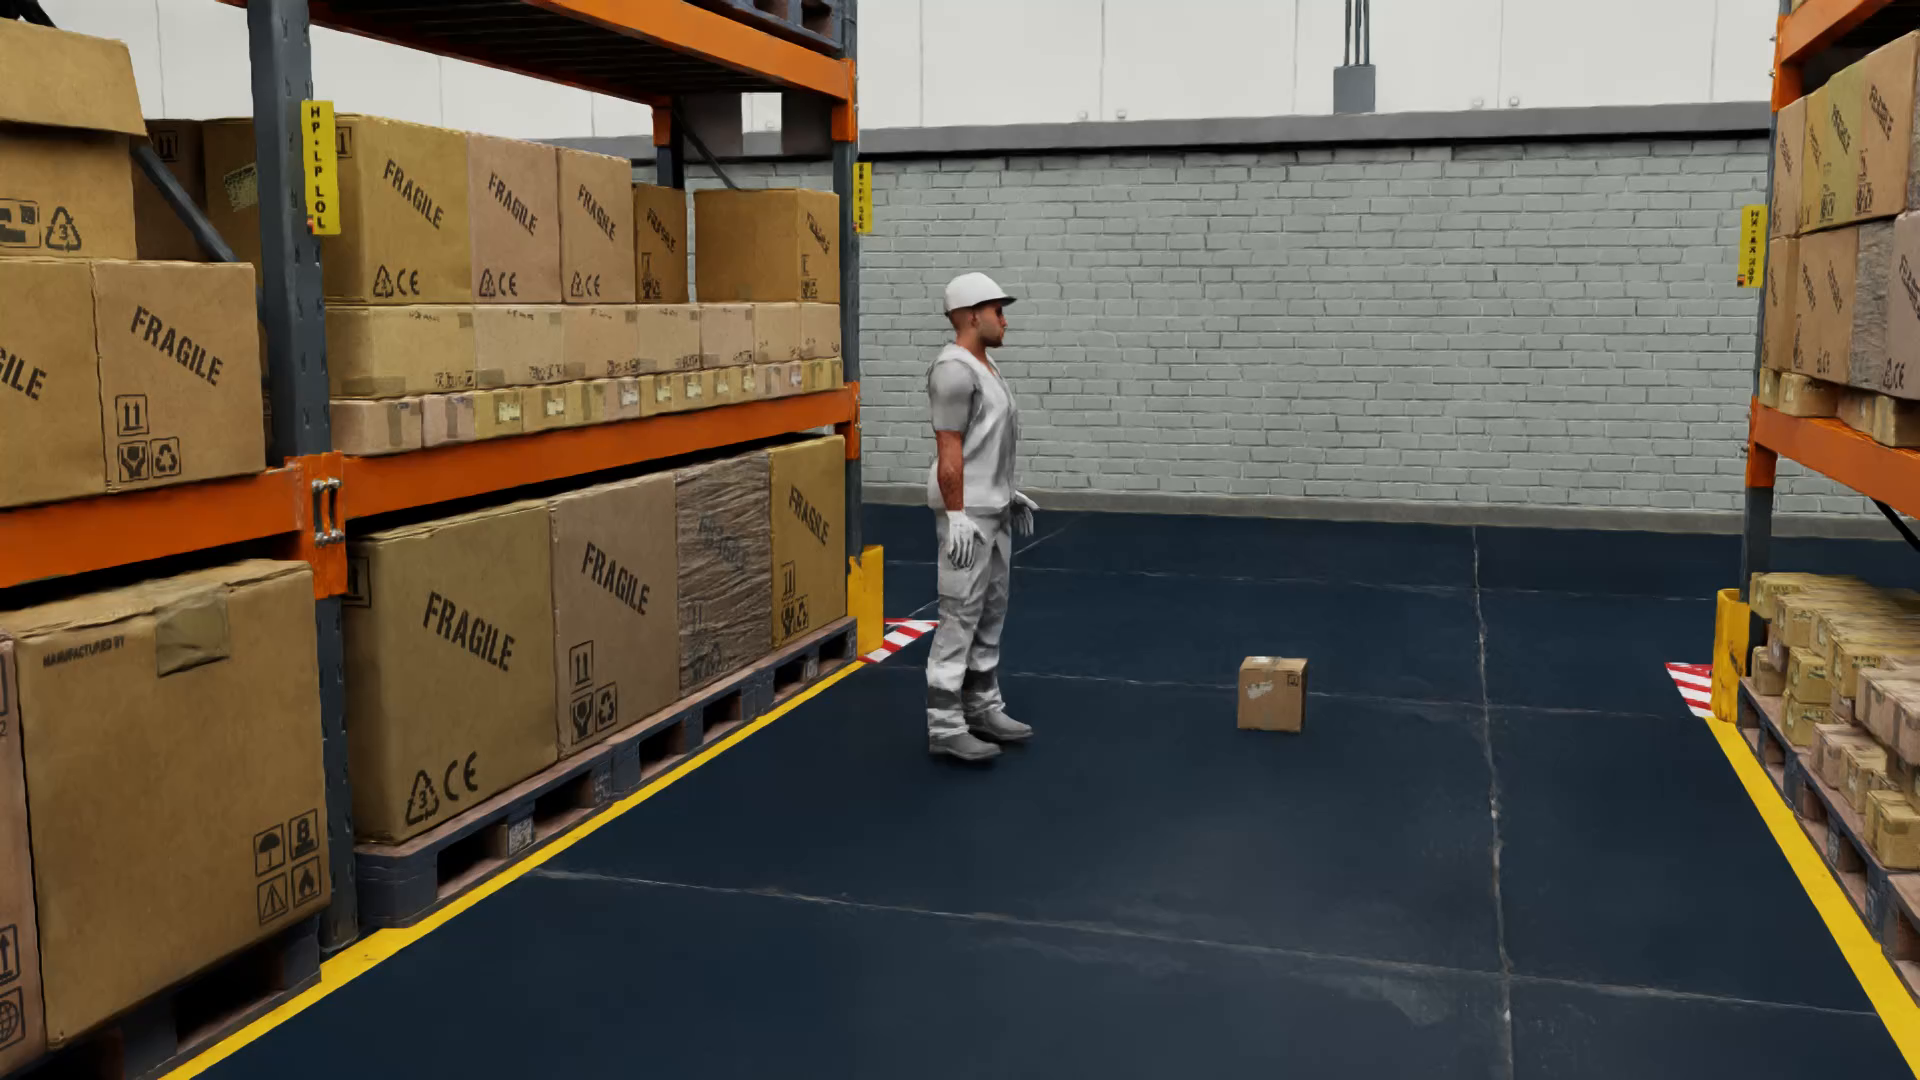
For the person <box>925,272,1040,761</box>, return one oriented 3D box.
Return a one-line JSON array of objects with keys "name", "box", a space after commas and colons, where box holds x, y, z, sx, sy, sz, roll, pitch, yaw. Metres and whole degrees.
[{"name": "person", "box": [0.076, -0.103, 6.286, 0.385, 1.795, 0.577, 2, 9, 15]}]
